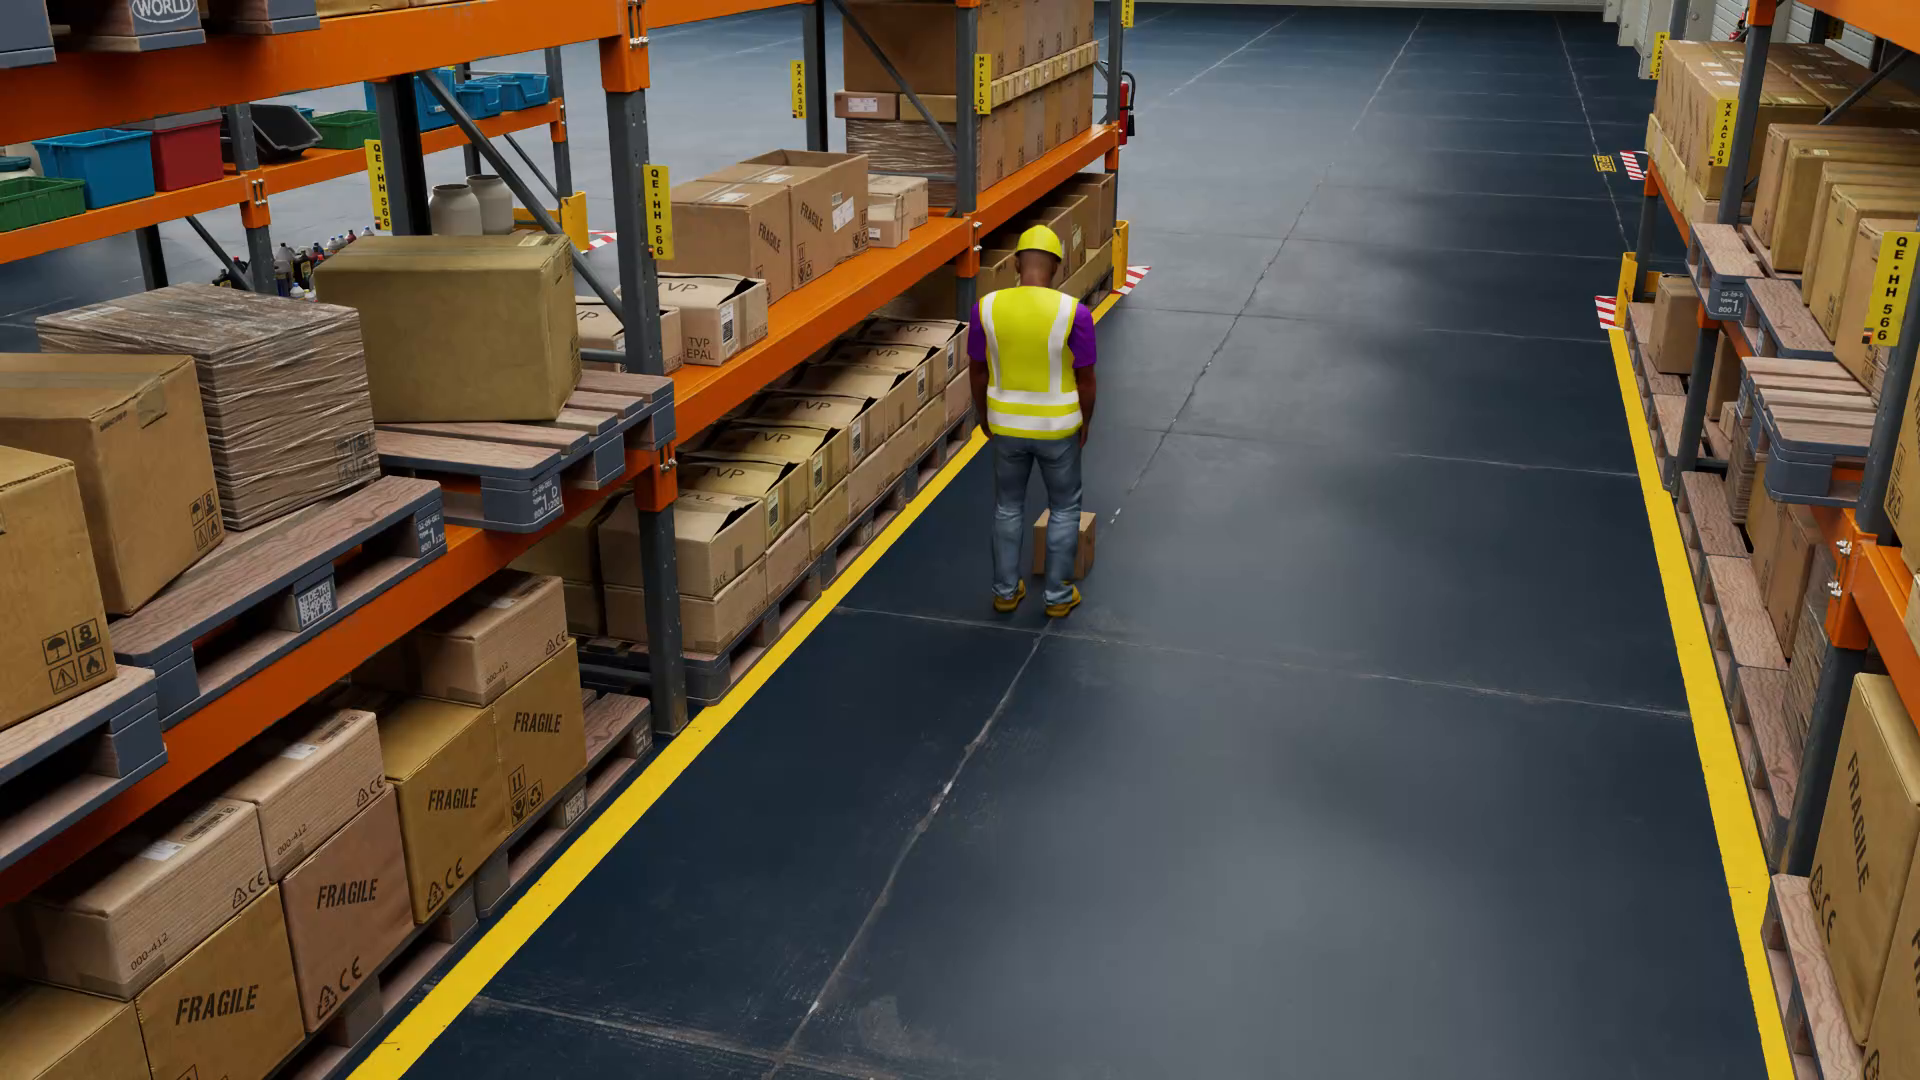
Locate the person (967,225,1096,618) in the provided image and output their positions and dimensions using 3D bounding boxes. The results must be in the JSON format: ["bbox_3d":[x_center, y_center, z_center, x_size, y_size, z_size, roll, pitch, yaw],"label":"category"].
[{"bbox_3d":[0.323,-0.515,7.383,0.581,1.738,0.409,7,23,17],"label":"person"}]
